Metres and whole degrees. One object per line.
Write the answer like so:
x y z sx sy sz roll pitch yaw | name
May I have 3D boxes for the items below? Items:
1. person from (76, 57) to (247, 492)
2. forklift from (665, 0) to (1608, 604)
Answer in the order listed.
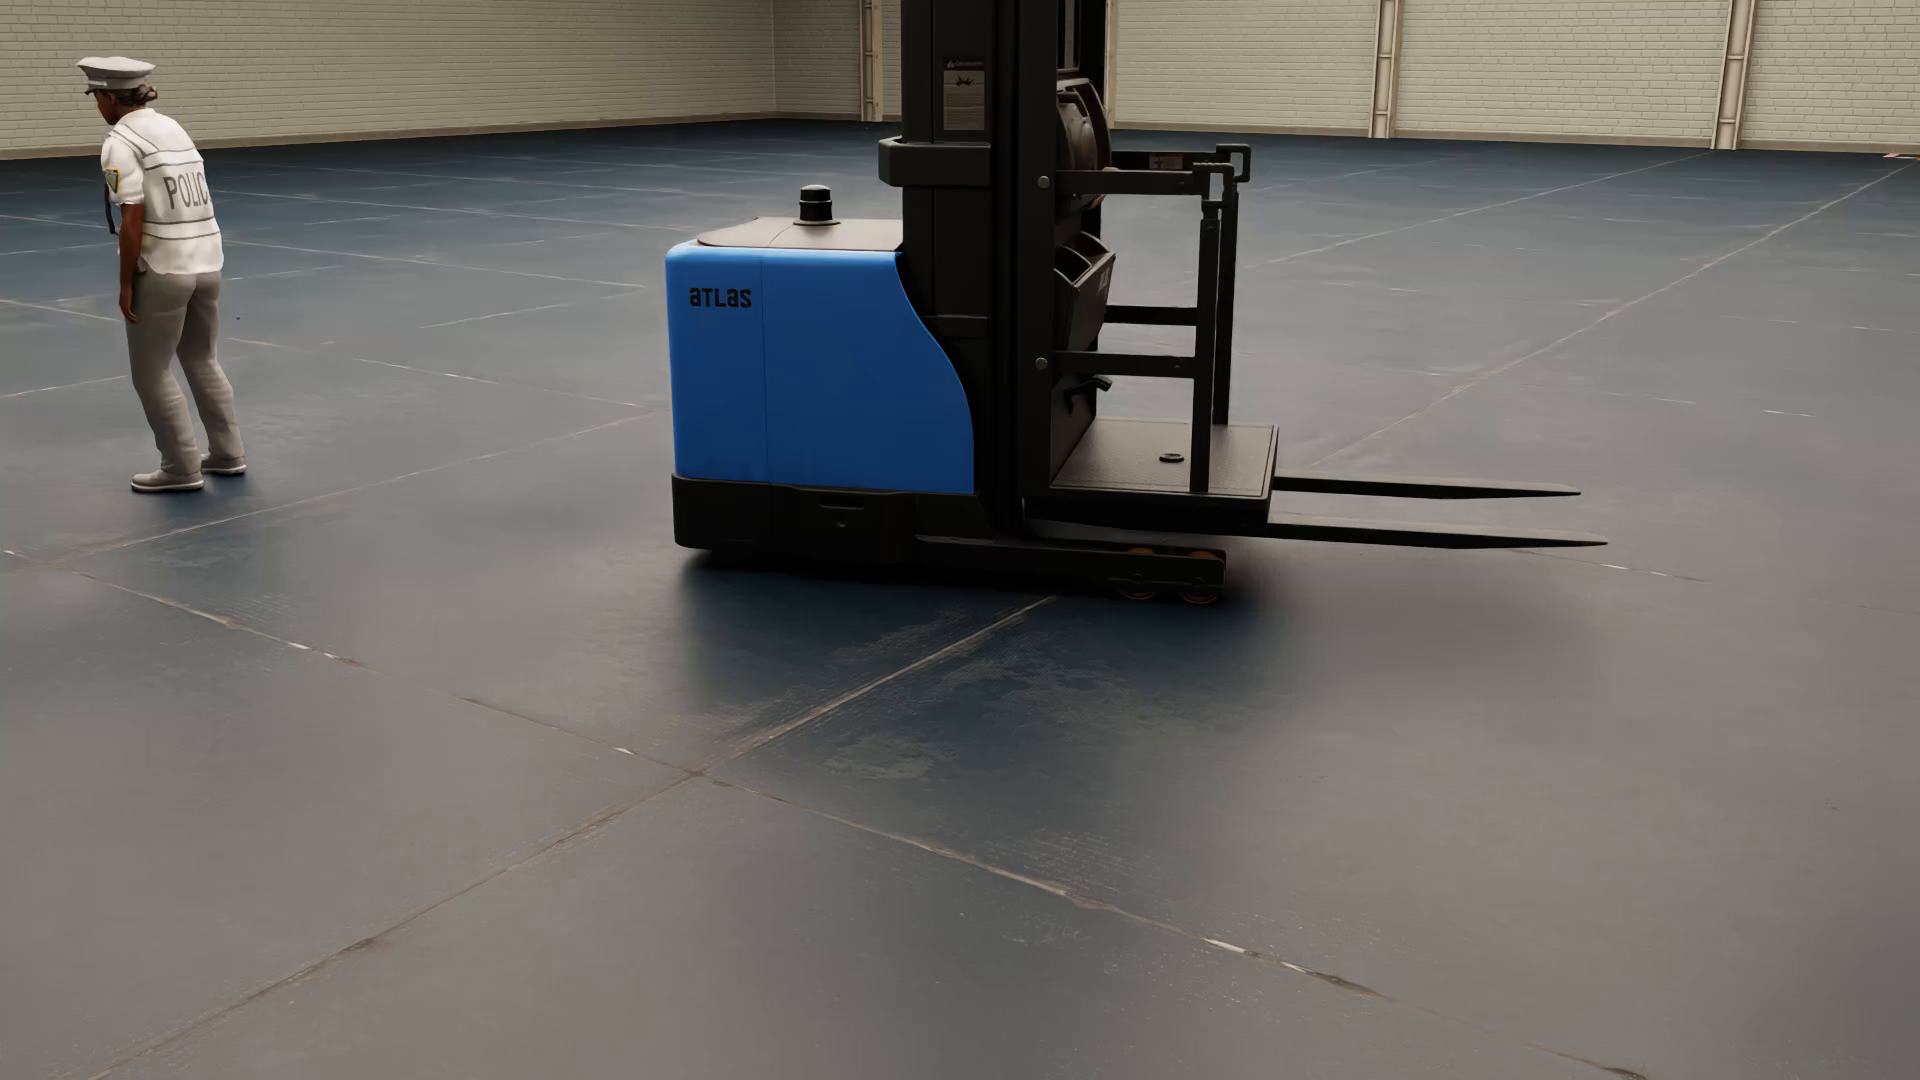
-3.100 -1.028 6.499 0.397 1.656 0.518 4 17 13 | person
0.595 -1.367 5.404 3.031 2.935 1.130 4 17 12 | forklift
